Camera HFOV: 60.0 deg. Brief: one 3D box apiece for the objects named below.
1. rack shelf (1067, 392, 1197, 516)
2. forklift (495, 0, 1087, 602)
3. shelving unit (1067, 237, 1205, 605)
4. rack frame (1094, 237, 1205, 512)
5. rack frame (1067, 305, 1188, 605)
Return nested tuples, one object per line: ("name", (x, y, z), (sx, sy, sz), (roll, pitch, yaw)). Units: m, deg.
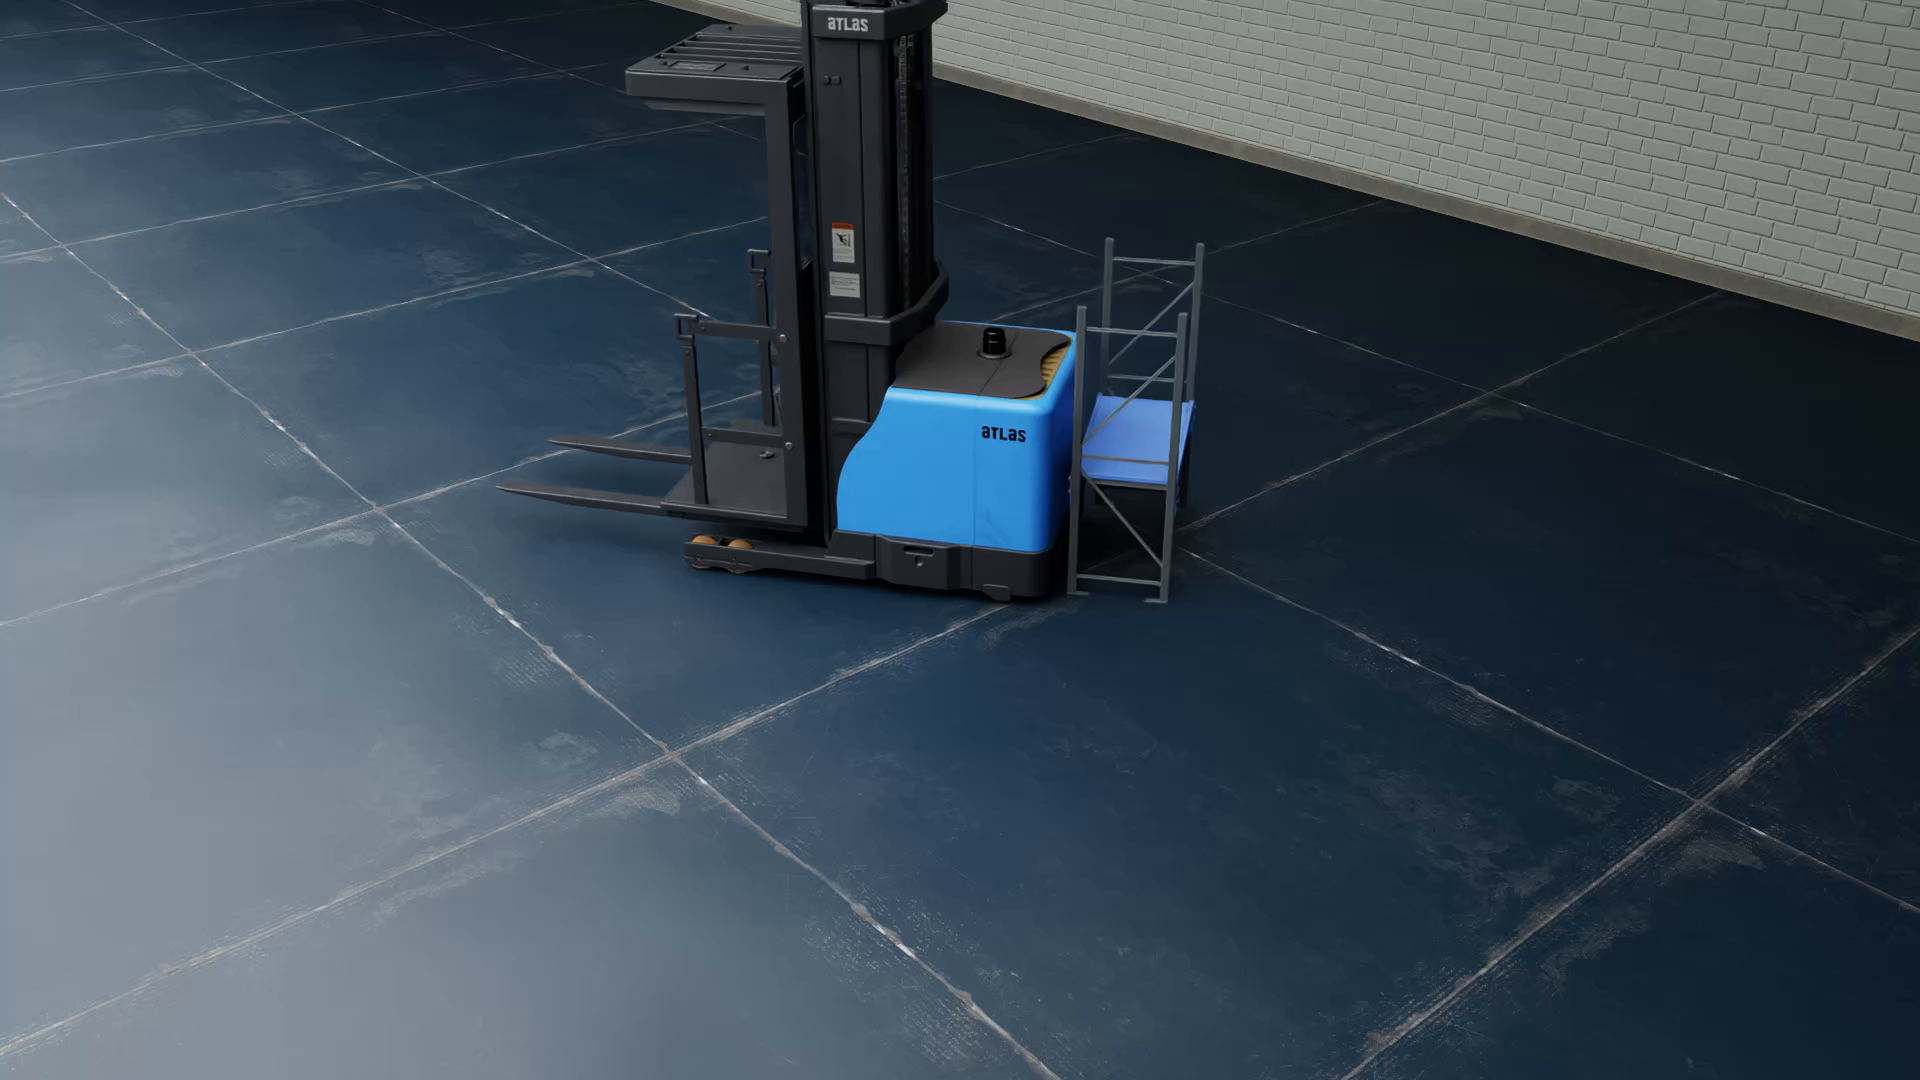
("rack shelf", (0.881, -0.451, 8.384), (0.538, 0.185, 1.000), (6, 29, 10))
("forklift", (-0.916, -1.355, 8.176), (3.031, 2.935, 1.130), (7, 29, 12))
("shelving unit", (0.881, -0.610, 8.299), (0.538, 1.500, 1.048), (6, 29, 10))
("rack frame", (0.984, -0.844, 8.738), (0.500, 1.500, 0.032), (6, 29, 10))
("rack frame", (0.778, -0.375, 7.860), (0.500, 1.500, 0.032), (6, 29, 10))
